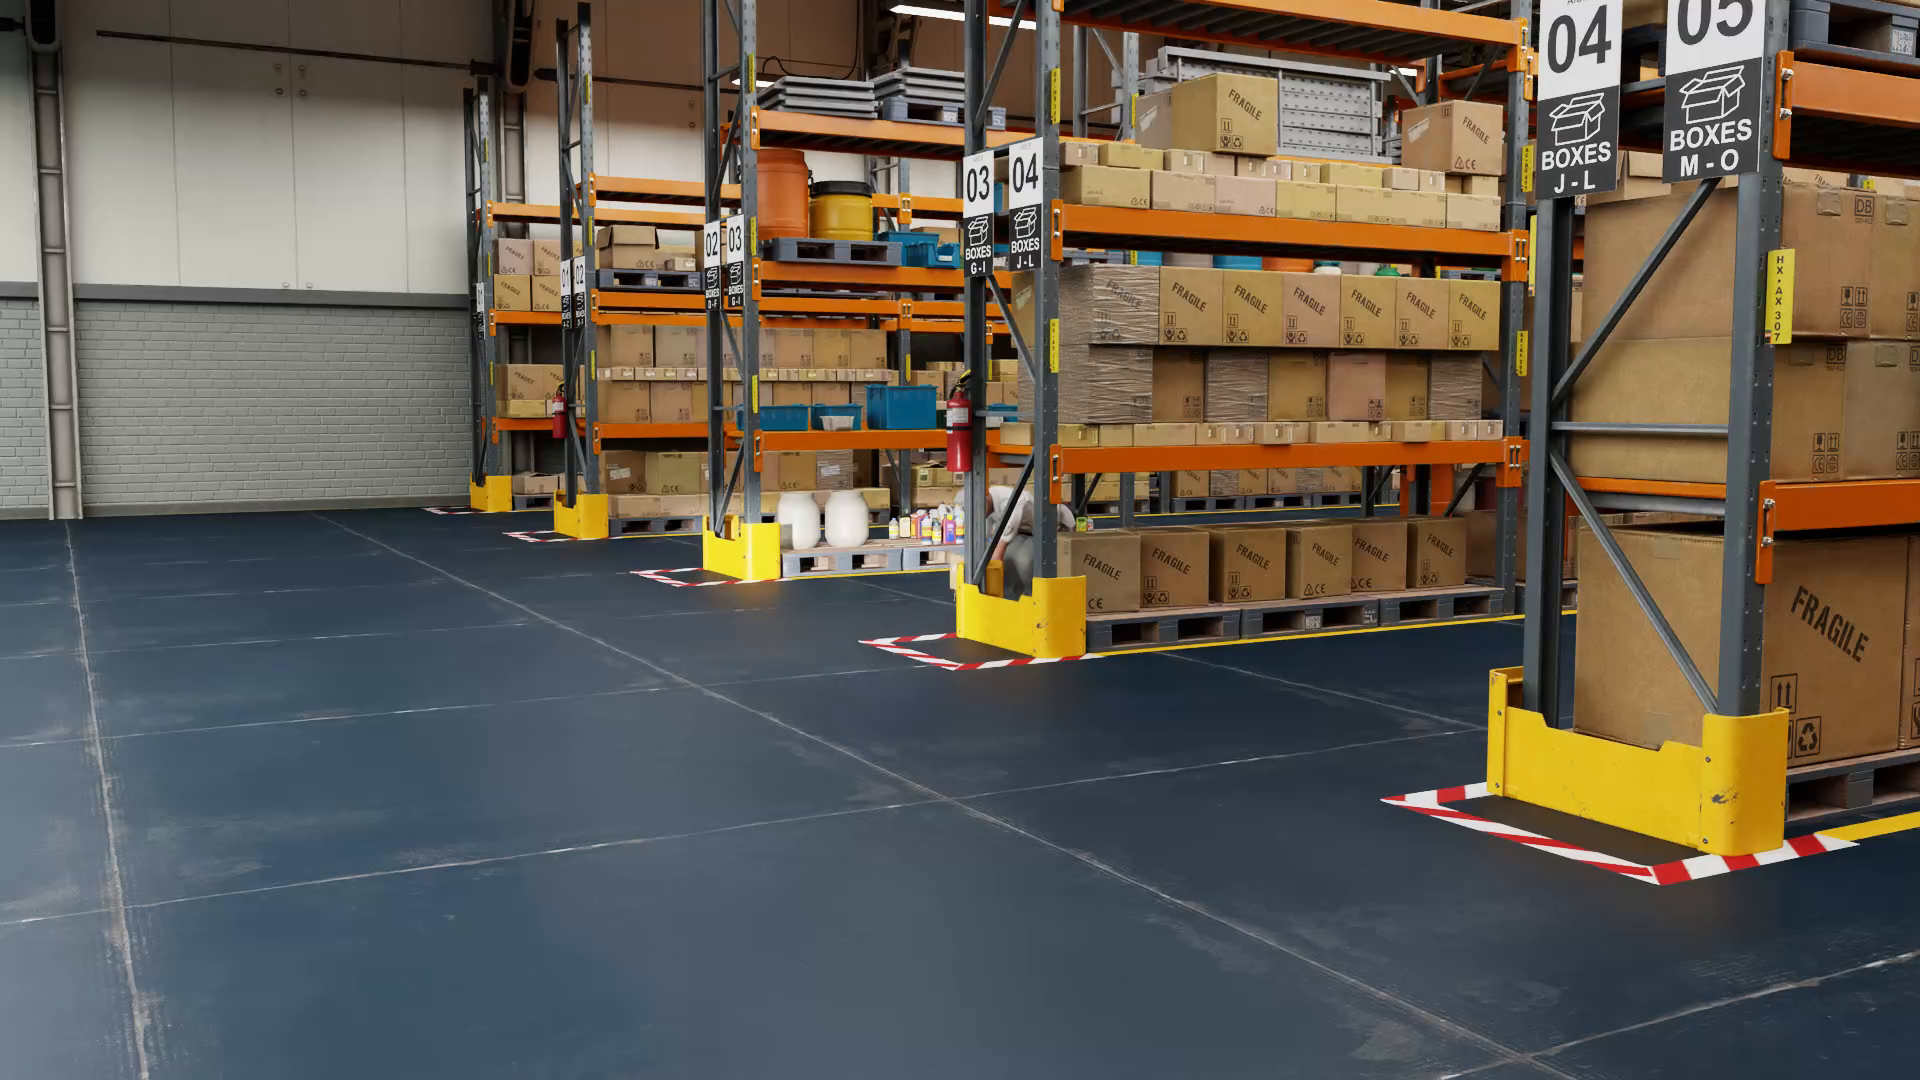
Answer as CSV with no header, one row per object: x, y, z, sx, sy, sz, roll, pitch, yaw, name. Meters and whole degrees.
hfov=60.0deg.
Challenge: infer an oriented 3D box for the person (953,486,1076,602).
0.388,0.047,12.432,1.010,1.018,0.526,-3,6,-31,person
